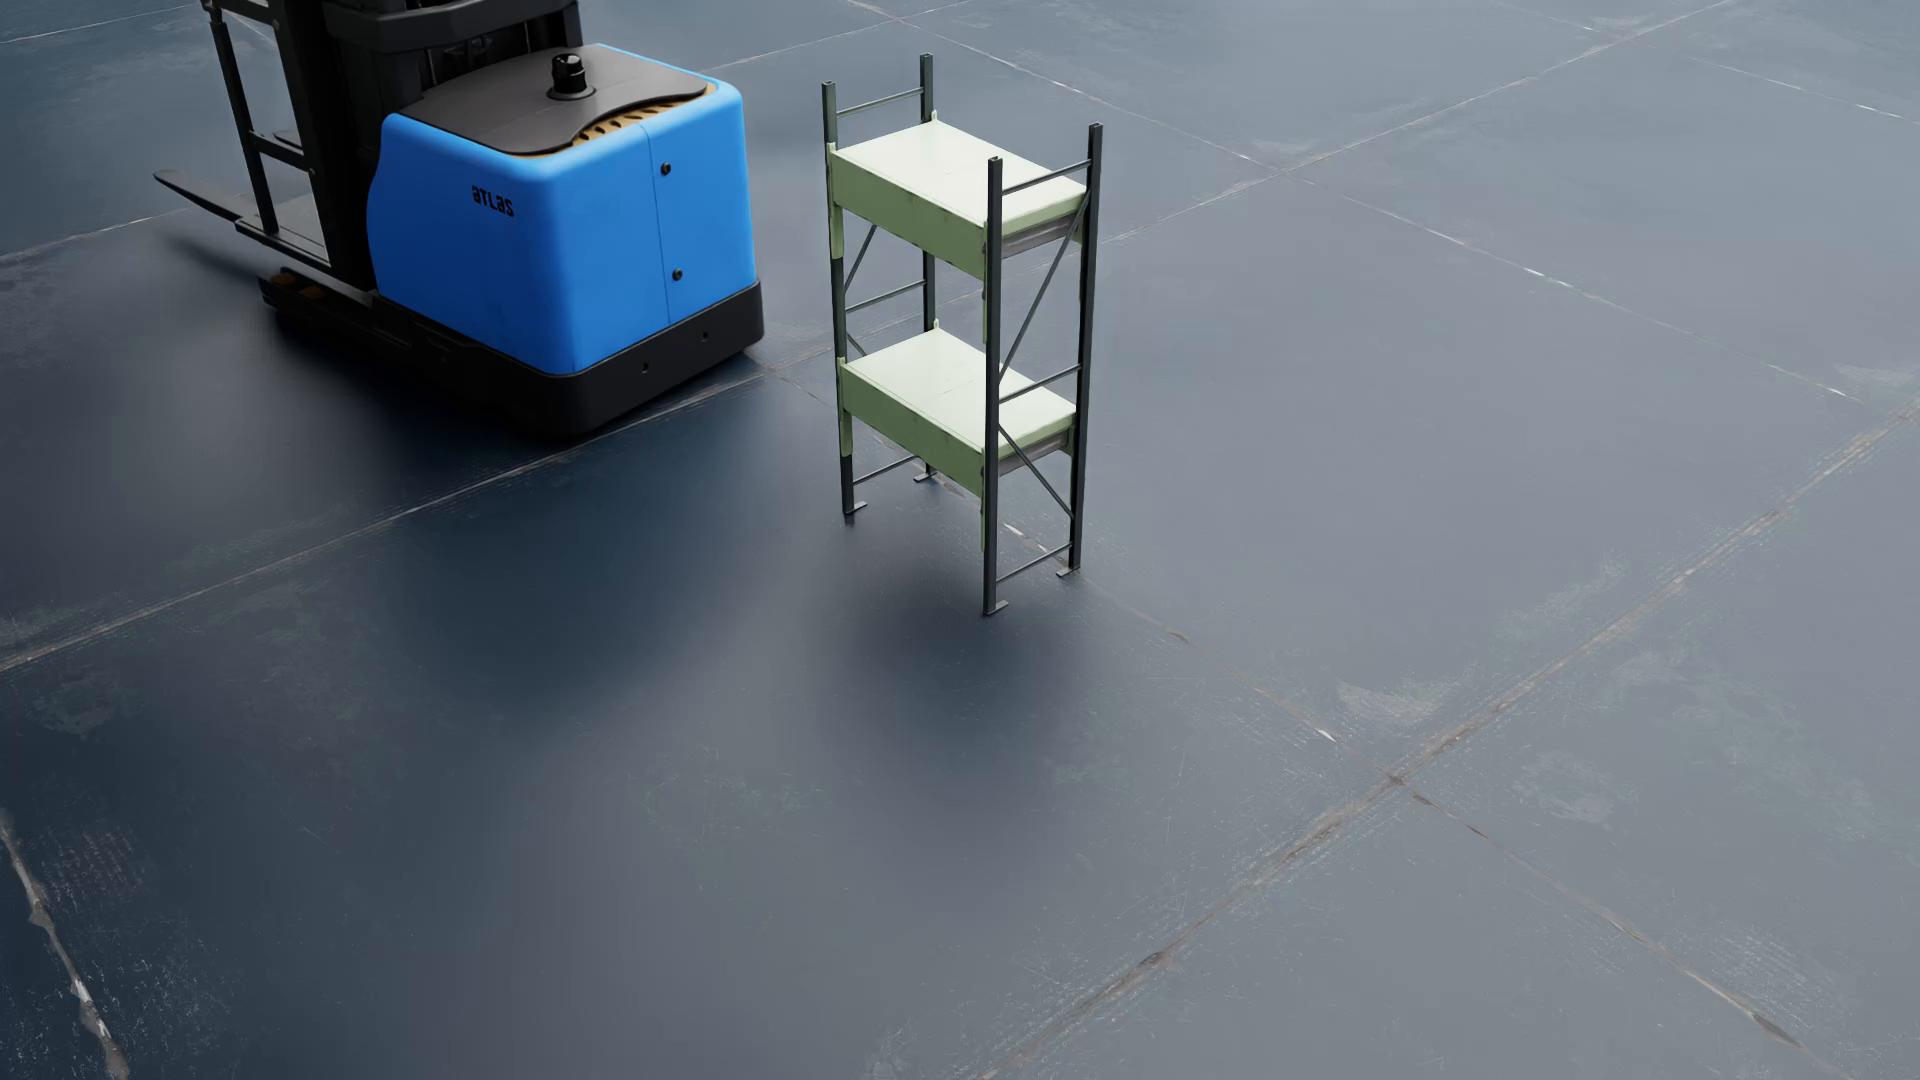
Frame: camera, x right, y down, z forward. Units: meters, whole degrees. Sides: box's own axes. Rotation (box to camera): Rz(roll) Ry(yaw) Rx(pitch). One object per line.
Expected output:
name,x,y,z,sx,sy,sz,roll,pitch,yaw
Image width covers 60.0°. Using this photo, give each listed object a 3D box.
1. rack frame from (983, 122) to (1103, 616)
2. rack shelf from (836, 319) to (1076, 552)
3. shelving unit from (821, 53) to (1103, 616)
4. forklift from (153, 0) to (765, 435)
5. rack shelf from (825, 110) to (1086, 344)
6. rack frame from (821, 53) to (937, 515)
rack frame,0.232,-0.453,4.873,0.400,1.500,0.023,-26,43,-32
rack shelf,-0.004,-0.349,5.289,0.431,0.370,0.720,-26,43,-32
shelving unit,-0.004,-0.615,5.101,0.431,1.500,0.755,-26,43,-32
forklift,-2.238,-2.267,6.196,3.031,2.935,1.130,25,42,31
rack shelf,-0.004,-0.933,4.875,0.431,0.370,0.720,-26,43,-32
rack frame,-0.241,-0.777,5.329,0.400,1.500,0.023,-26,43,-32
